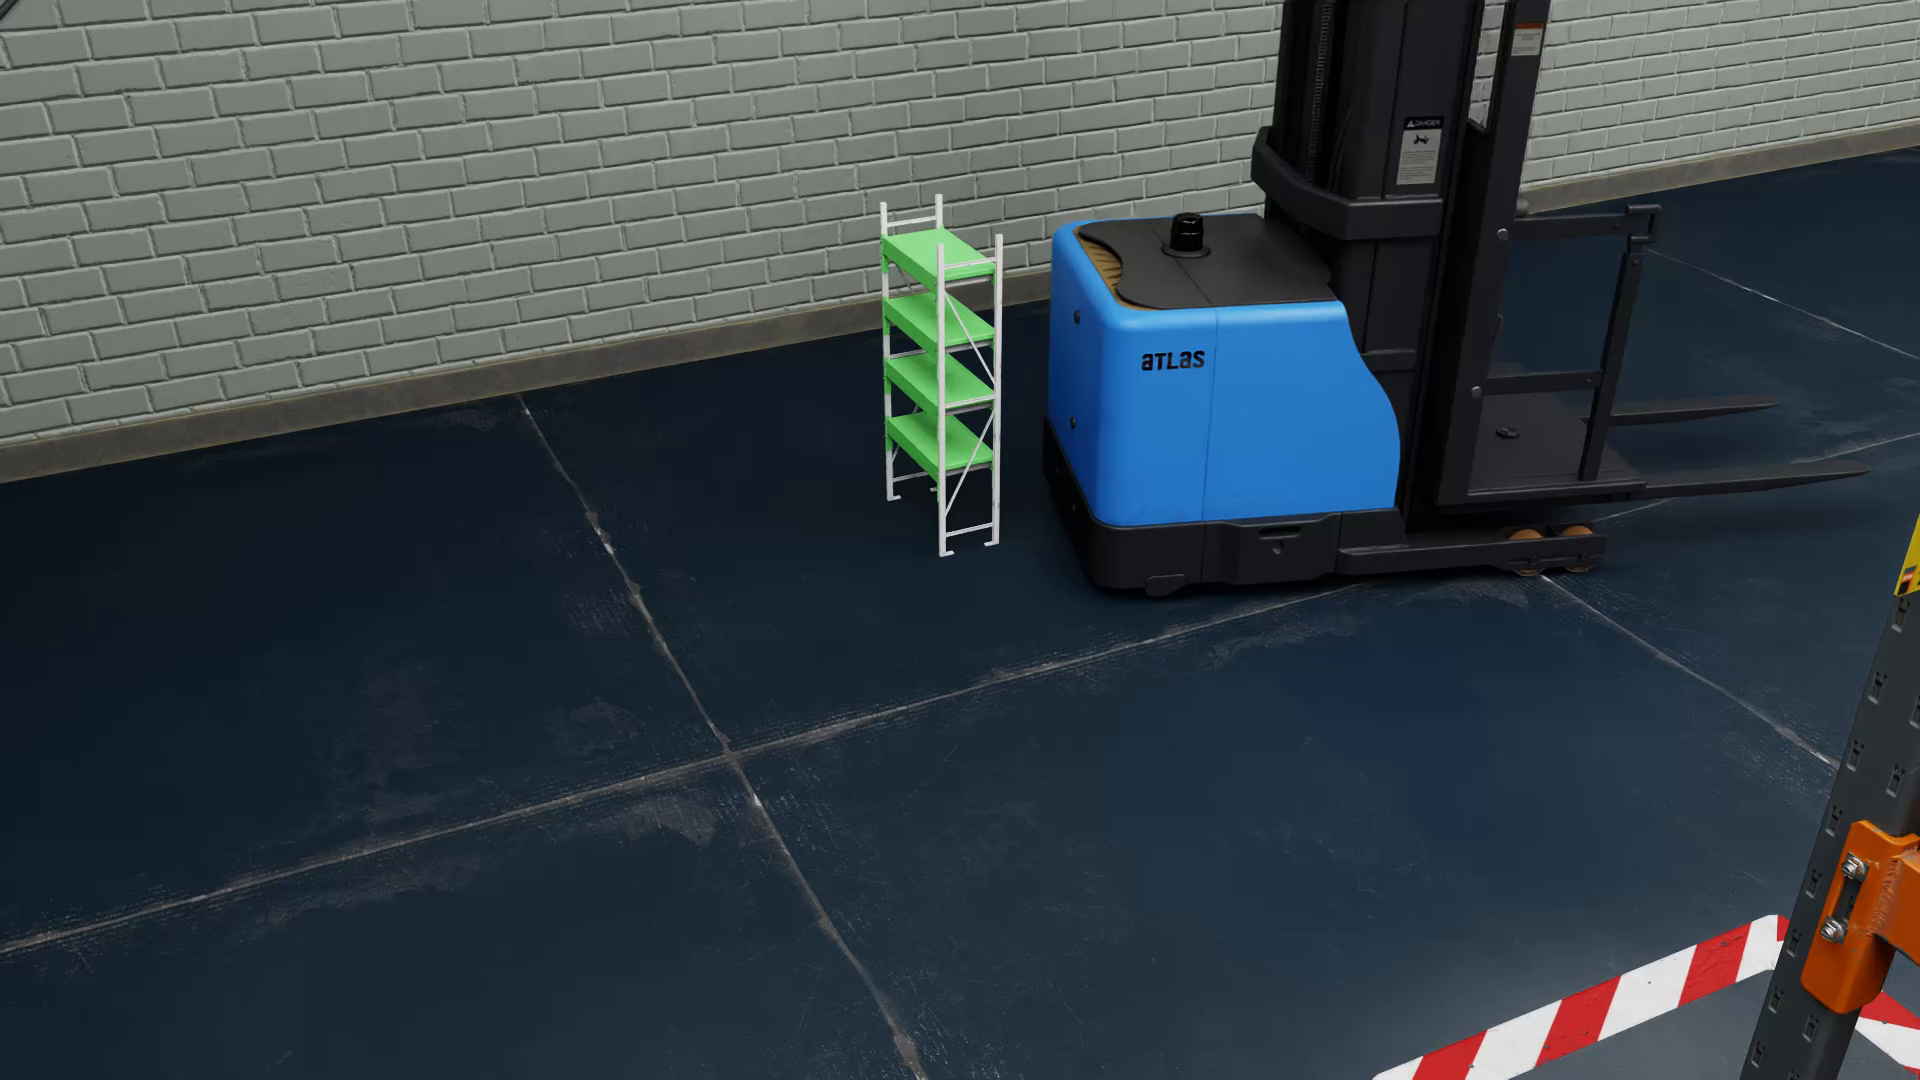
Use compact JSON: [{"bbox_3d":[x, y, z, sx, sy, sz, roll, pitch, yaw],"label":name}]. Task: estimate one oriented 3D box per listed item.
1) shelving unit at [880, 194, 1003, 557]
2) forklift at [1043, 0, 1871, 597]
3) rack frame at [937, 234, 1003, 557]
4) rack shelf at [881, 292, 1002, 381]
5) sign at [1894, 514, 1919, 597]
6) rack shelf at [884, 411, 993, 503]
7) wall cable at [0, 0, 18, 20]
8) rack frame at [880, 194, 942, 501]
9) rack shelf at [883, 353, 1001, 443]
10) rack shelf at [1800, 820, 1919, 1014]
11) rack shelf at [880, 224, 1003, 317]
[{"bbox_3d":[-0.071,-0.596,6.087,0.258,1.200,0.503,-13,32,-22],"label":"shelving unit"},{"bbox_3d":[1.890,-1.399,5.749,3.031,2.935,1.130,-4,30,-7],"label":"forklift"},{"bbox_3d":[0.034,-0.489,5.895,0.240,1.200,0.015,-13,32,-22],"label":"rack frame"},{"bbox_3d":[-0.071,-0.750,6.001,0.258,0.148,0.480,-13,32,-22],"label":"rack shelf"},{"bbox_3d":[1.439,-0.068,2.420,0.100,0.325,0.005,-13,32,-22],"label":"sign"},{"bbox_3d":[-0.071,-0.331,6.236,0.258,0.148,0.480,-13,32,-22],"label":"rack shelf"},{"bbox_3d":[-4.648,-2.599,4.858,3.097,2.526,0.112,-13,32,-22],"label":"wall cable"},{"bbox_3d":[-0.176,-0.704,6.279,0.240,1.200,0.015,-13,32,-22],"label":"rack frame"},{"bbox_3d":[-0.071,-0.541,6.118,0.258,0.148,0.480,-13,32,-22],"label":"rack shelf"},{"bbox_3d":[2.788,1.393,1.435,1.077,0.370,4.000,-13,32,-22],"label":"rack shelf"},{"bbox_3d":[-0.071,-0.959,5.883,0.258,0.148,0.480,-13,32,-22],"label":"rack shelf"}]
